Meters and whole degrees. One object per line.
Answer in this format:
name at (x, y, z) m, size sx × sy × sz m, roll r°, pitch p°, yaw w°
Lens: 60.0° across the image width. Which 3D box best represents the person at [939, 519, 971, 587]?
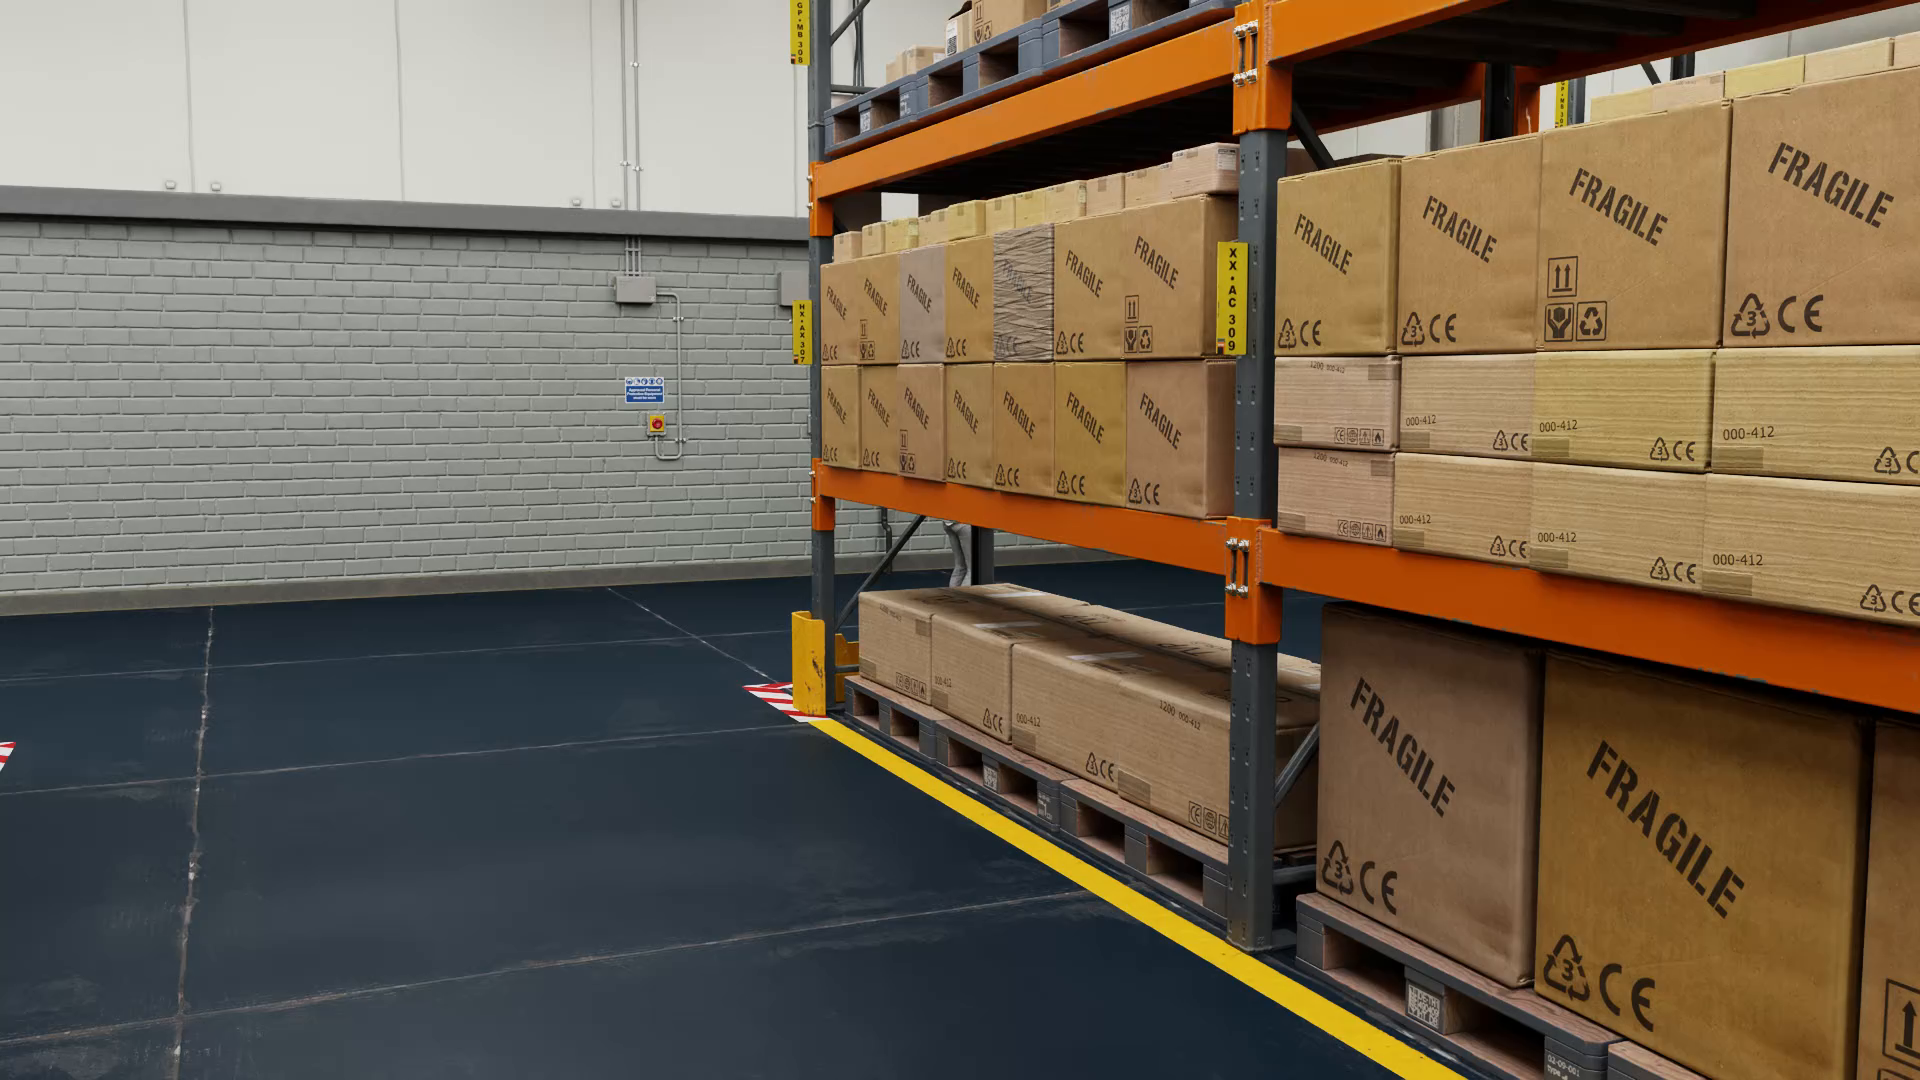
person at (0.044, -0.133, 11.068) m, size 0.343 × 1.593 × 0.455 m, roll -2°, pitch 6°, yaw -23°
